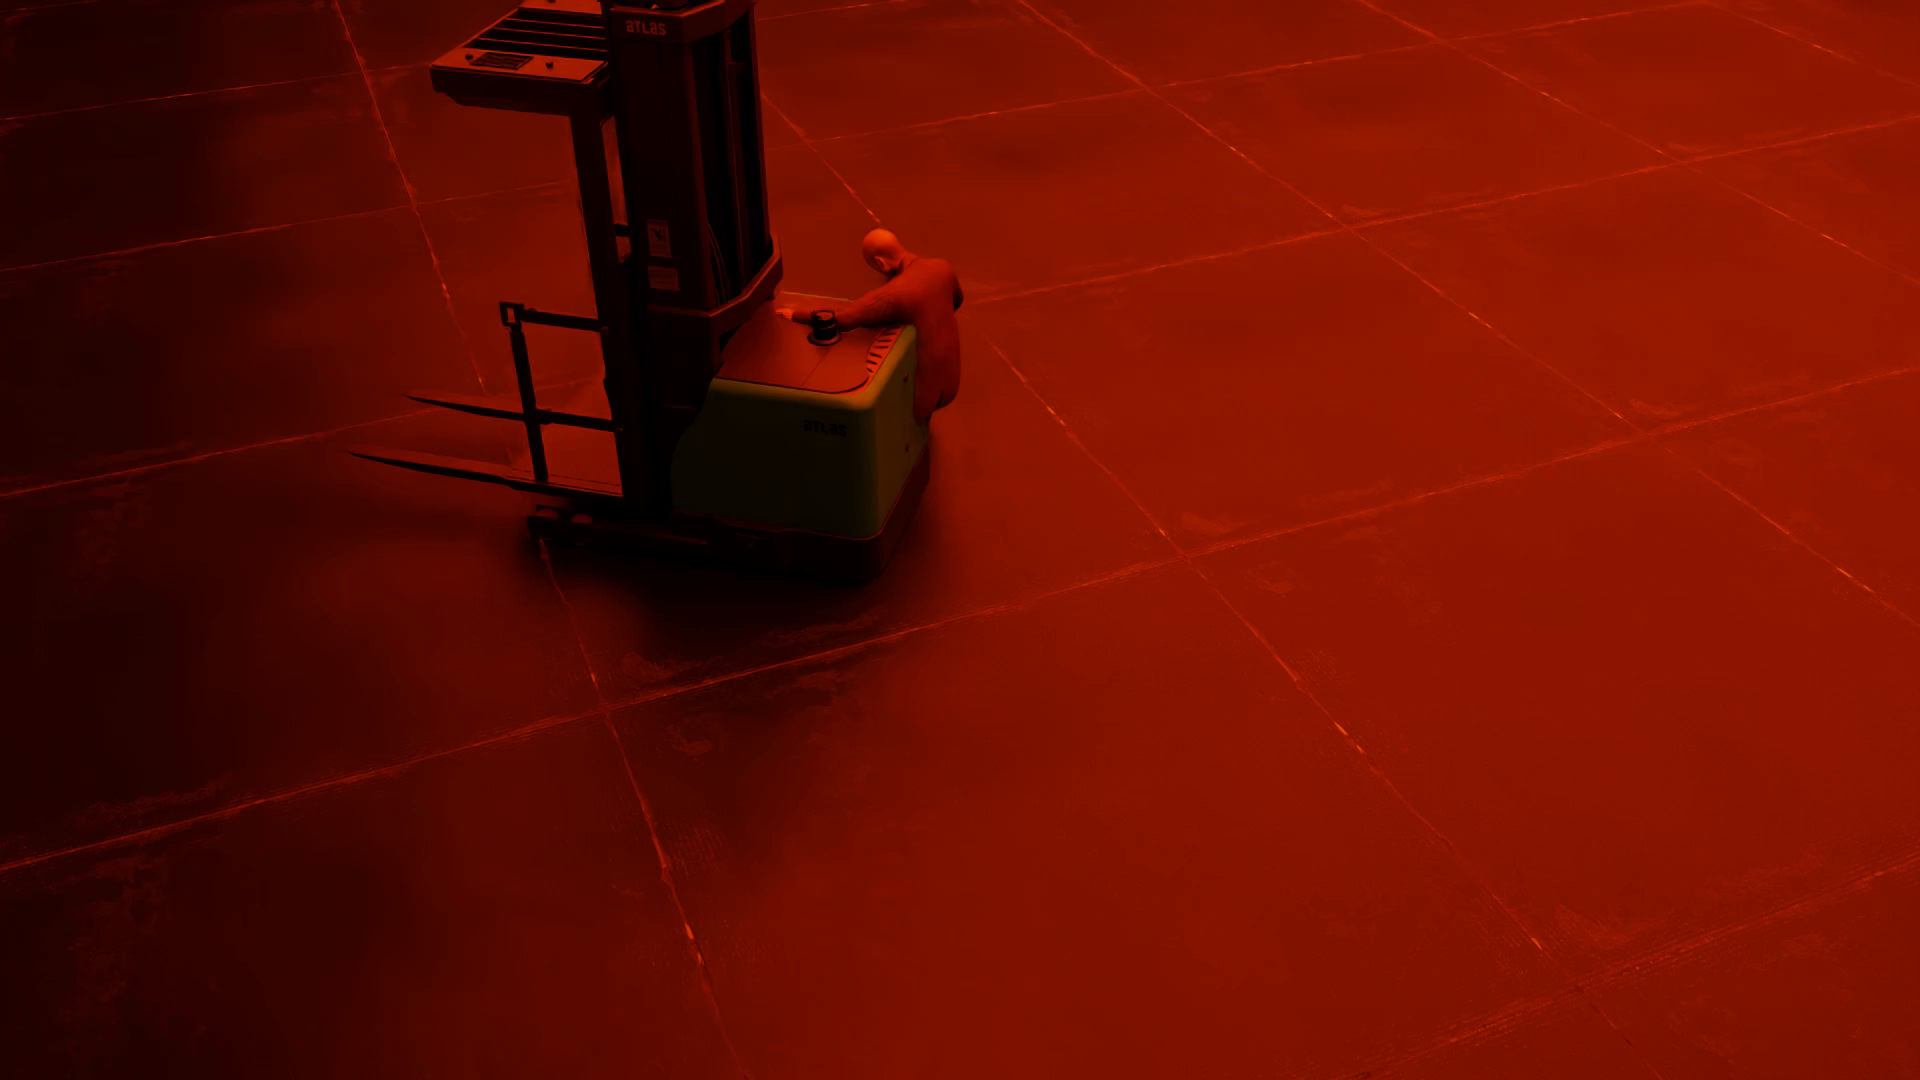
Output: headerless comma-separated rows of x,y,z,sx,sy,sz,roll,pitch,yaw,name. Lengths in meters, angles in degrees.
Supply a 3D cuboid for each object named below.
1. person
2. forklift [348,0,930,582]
-0.396,-0.922,8.709,1.240,1.441,1.007,-27,43,-32,person
-1.738,-1.448,8.135,3.031,2.935,1.130,9,36,12,forklift
